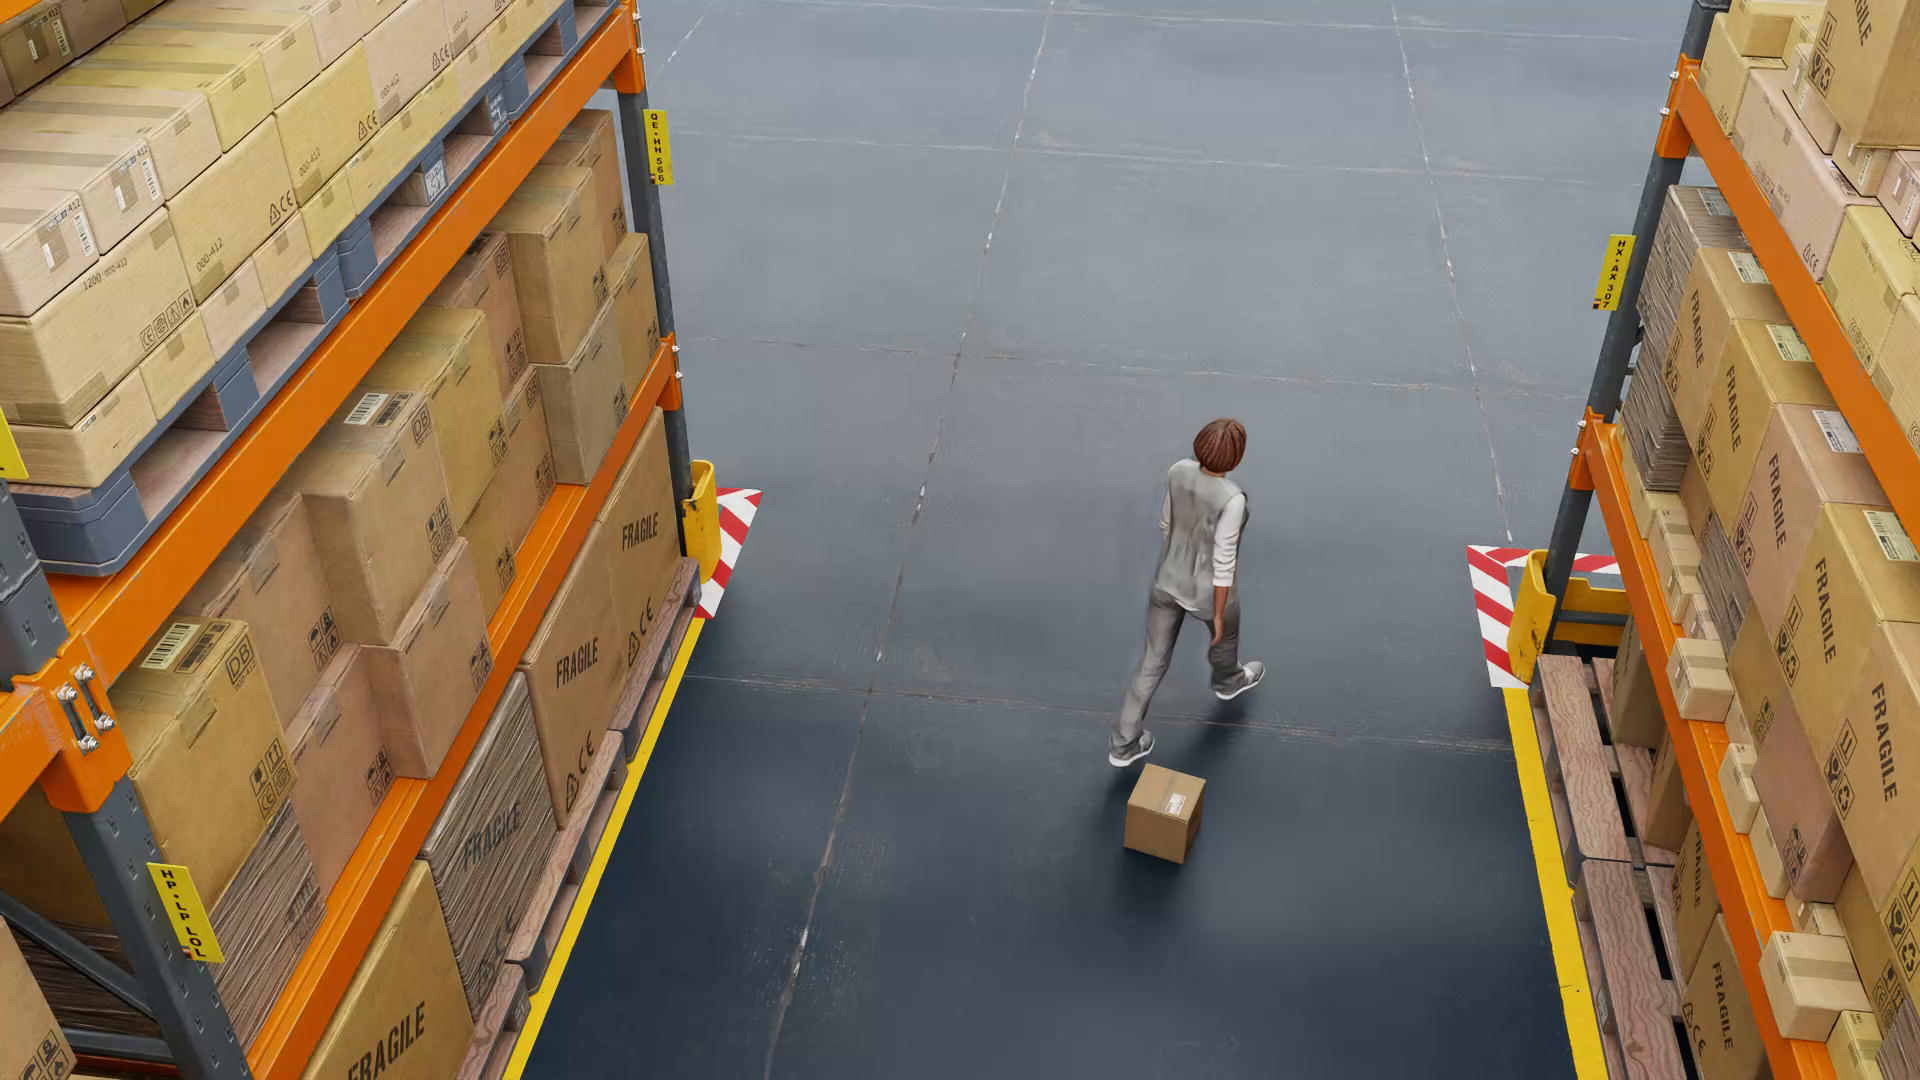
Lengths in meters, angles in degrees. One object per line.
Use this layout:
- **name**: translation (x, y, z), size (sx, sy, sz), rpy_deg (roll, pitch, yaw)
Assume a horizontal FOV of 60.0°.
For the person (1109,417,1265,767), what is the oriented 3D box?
- **person**: translation (0.960, 0.178, 6.823), size (0.443, 1.517, 0.983), rpy_deg (27, 45, 32)
